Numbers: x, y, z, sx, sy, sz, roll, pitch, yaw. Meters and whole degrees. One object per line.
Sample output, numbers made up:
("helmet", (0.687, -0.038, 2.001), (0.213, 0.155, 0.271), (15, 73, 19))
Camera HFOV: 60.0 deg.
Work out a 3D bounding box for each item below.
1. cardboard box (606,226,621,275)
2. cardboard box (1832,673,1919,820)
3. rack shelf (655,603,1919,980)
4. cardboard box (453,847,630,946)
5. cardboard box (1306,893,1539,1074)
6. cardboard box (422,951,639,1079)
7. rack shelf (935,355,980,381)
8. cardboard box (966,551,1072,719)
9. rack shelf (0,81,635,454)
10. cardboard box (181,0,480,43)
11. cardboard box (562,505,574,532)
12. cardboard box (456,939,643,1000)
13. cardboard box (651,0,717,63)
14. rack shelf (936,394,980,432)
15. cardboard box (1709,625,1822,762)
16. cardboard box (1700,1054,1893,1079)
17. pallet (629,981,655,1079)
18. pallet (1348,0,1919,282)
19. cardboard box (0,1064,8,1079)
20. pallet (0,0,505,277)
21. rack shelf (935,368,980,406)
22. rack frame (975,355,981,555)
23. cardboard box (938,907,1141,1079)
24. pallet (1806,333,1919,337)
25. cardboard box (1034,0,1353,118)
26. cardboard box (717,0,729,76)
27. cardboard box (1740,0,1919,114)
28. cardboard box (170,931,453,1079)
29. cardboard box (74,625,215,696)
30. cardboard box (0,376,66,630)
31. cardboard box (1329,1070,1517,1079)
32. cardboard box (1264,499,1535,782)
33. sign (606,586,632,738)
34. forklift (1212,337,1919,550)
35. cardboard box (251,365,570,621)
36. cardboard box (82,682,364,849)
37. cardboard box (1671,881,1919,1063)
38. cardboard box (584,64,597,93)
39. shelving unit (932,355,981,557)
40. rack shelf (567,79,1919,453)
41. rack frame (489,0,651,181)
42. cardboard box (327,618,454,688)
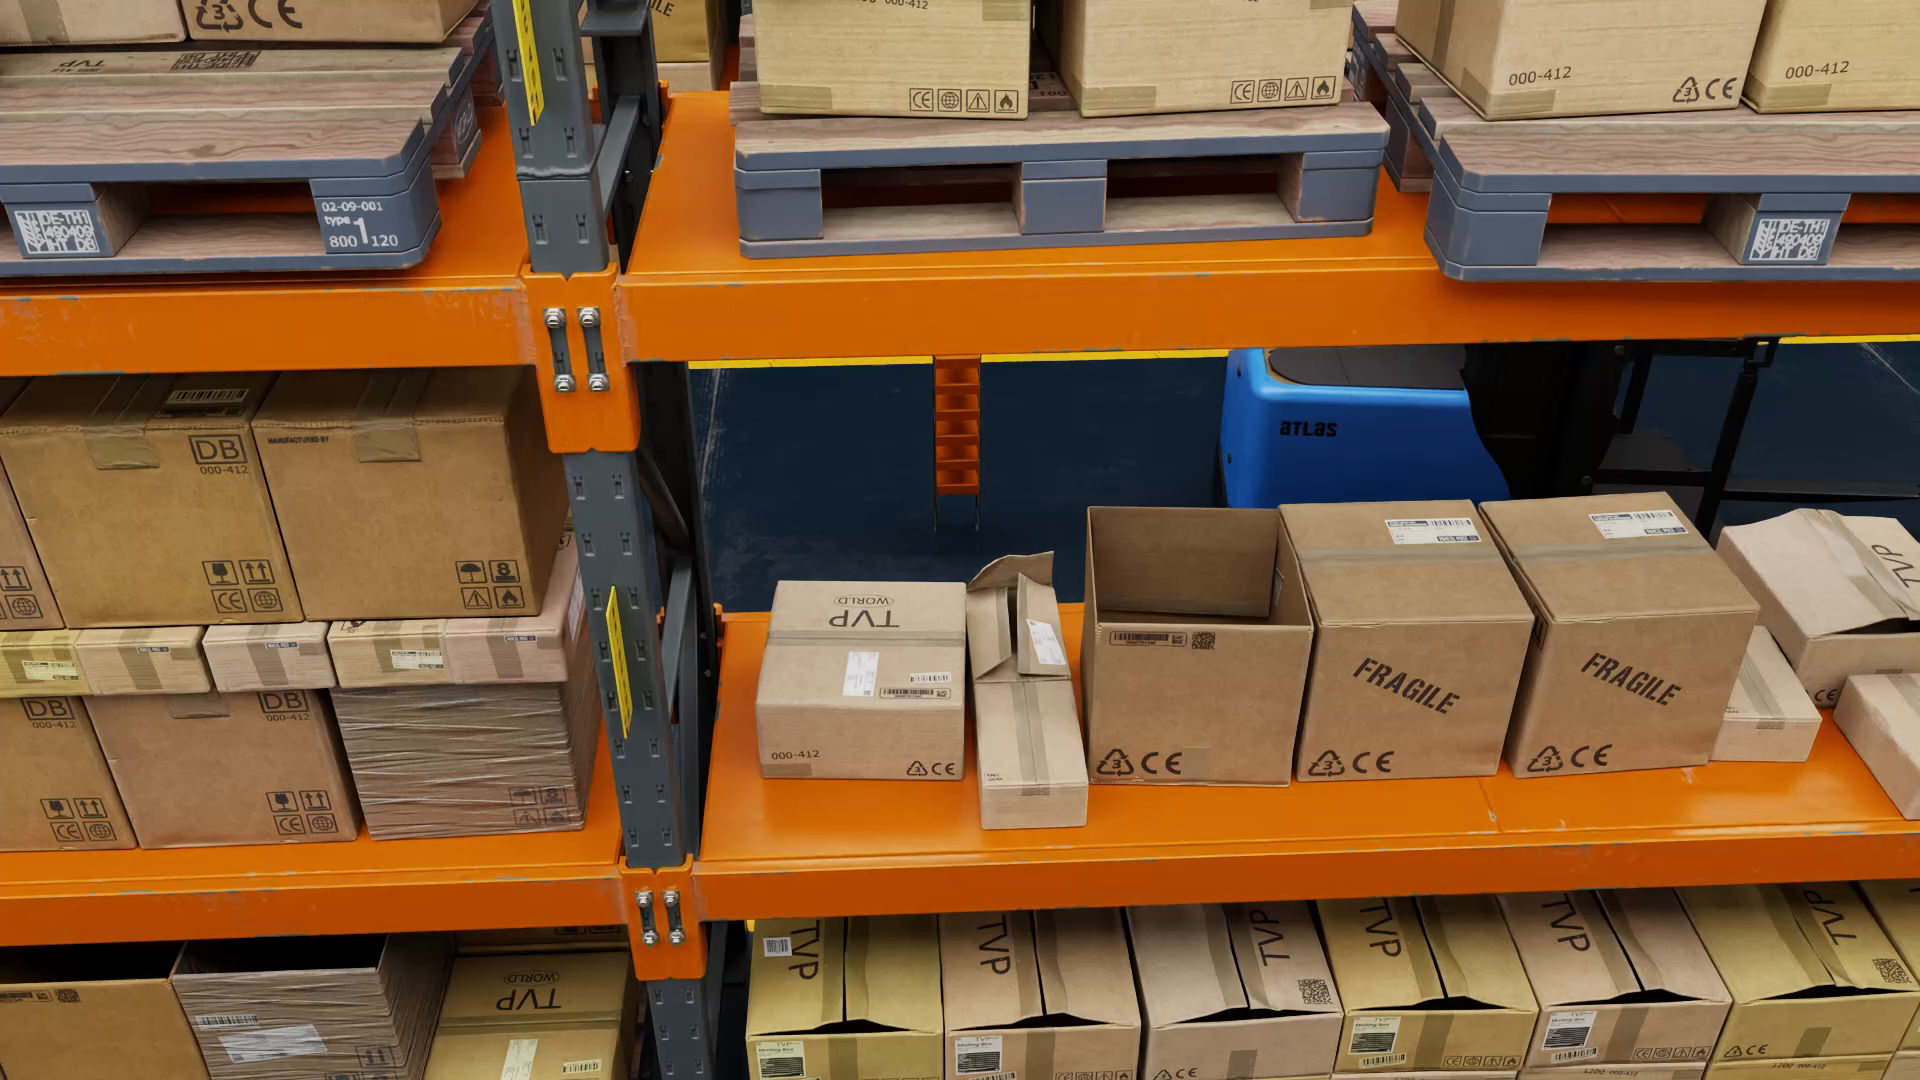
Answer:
("cardboard box", (-2.000, -1.591, 8.723), (0.500, 0.500, 0.500), (-4, 35, -6))
("cardboard box", (2.383, 0.504, 4.107), (0.250, 0.149, 0.380), (-2, 35, -2))
("rack shelf", (1.271, 0.569, 4.424), (4.000, 0.370, 1.077), (-2, 35, -2))
("cardboard box", (-1.205, 0.811, 4.831), (0.500, 0.500, 0.500), (-2, 35, -2))
("cardboard box", (1.233, 1.143, 4.518), (0.500, 0.311, 0.500), (-1, 35, -1))
("cardboard box", (-1.180, 1.422, 4.607), (0.500, 0.250, 0.500), (-2, 35, -2))
("rack shelf", (-0.014, -0.752, 6.728), (0.180, 0.103, 0.258), (-2, 35, -2))
("cardboard box", (0.143, 0.254, 4.365), (0.258, 0.266, 0.396), (-2, 35, -3))
("rack shelf", (-2.725, -0.557, 3.415), (4.000, 0.370, 1.077), (-2, 35, -2))
("cardboard box", (-1.243, -1.314, 3.297), (0.500, 0.500, 0.500), (1, 35, 2))
("cardboard box", (-1.004, -0.084, 4.077), (0.250, 0.149, 0.380), (-2, 35, -2))
("cardboard box", (-1.204, 1.125, 5.036), (0.500, 0.250, 0.500), (-2, 35, -2))
("cardboard box", (-1.423, -2.555, 7.762), (0.500, 0.500, 0.500), (-2, 35, -2))
("rack shelf", (-0.014, -0.555, 6.865), (0.180, 0.103, 0.258), (-2, 35, -2))
("cardboard box", (1.997, 0.389, 4.273), (0.250, 0.149, 0.380), (1, 35, 1))
("cardboard box", (2.240, 1.346, 4.717), (0.500, 0.250, 0.500), (-2, 35, -3))
("pallet", (-1.523, 1.471, 4.939), (1.213, 0.211, 1.003), (-2, 35, -2))
("pallet", (1.478, -0.836, 3.352), (1.213, 0.211, 1.003), (0, 35, 0))
("cardboard box", (-2.678, 1.157, 4.330), (0.500, 0.500, 0.500), (-2, 35, -2))
("pallet", (-1.578, -0.832, 3.259), (1.213, 0.211, 1.003), (-2, 35, -2))
("rack shelf", (-0.014, -0.654, 6.797), (0.180, 0.103, 0.258), (-2, 35, -2))
("rack frame", (0.077, -0.495, 6.912), (0.006, 1.200, 0.240), (-2, 35, -2))
("cardboard box", (0.198, 1.174, 4.472), (0.500, 0.311, 0.500), (-2, 35, -3))
("pallet", (5.037, -1.460, 9.174), (1.213, 0.211, 1.003), (-2, 35, -2))
("cardboard box", (0.438, -1.045, 3.251), (0.500, 0.250, 0.500), (-5, 35, -7))
("cardboard box", (-1.445, -2.545, 8.405), (0.500, 0.250, 0.500), (-1, 35, -2))
("cardboard box", (1.723, -1.048, 3.255), (0.500, 0.250, 0.500), (-2, 35, -3))
("cardboard box", (-1.680, 1.120, 4.384), (0.500, 0.500, 0.500), (-2, 35, -2))
("cardboard box", (-1.759, 0.170, 3.711), (0.250, 0.149, 0.380), (-2, 35, -2))
("cardboard box", (-2.175, -0.205, 3.682), (0.500, 0.500, 0.700), (-2, 35, -2))
("cardboard box", (1.224, 1.373, 4.677), (0.500, 0.250, 0.500), (-1, 35, -1))
("cardboard box", (1.068, 0.247, 4.170), (0.500, 0.500, 0.500), (-1, 35, -2))
("sign", (-0.699, 0.254, 3.417), (0.005, 0.325, 0.100), (-2, 35, -2))
("forklift", (2.622, -1.110, 6.278), (3.031, 2.935, 1.130), (2, 35, 3))
("cardboard box", (-1.170, -0.232, 3.722), (0.500, 0.500, 0.700), (-1, 35, -2))
("cardboard box", (-1.696, 0.319, 4.065), (0.500, 0.500, 0.700), (-2, 35, -3))
("cardboard box", (2.238, 1.118, 4.553), (0.500, 0.311, 0.500), (-2, 35, -3))
("cardboard box", (-1.922, -2.242, 7.967), (0.500, 0.250, 0.500), (-1, 35, -2))
("shelving unit", (-0.014, -0.493, 6.908), (0.189, 1.200, 0.258), (-2, 35, -2))
("rack shelf", (1.271, -0.665, 3.571), (4.000, 0.370, 1.077), (-2, 35, -2))
("rack frame", (-0.727, -2.140, 2.435), (0.127, 3.000, 1.000), (-2, 35, -2))
("cardboard box", (-1.235, 0.154, 3.734), (0.250, 0.149, 0.380), (-2, 35, -3))
